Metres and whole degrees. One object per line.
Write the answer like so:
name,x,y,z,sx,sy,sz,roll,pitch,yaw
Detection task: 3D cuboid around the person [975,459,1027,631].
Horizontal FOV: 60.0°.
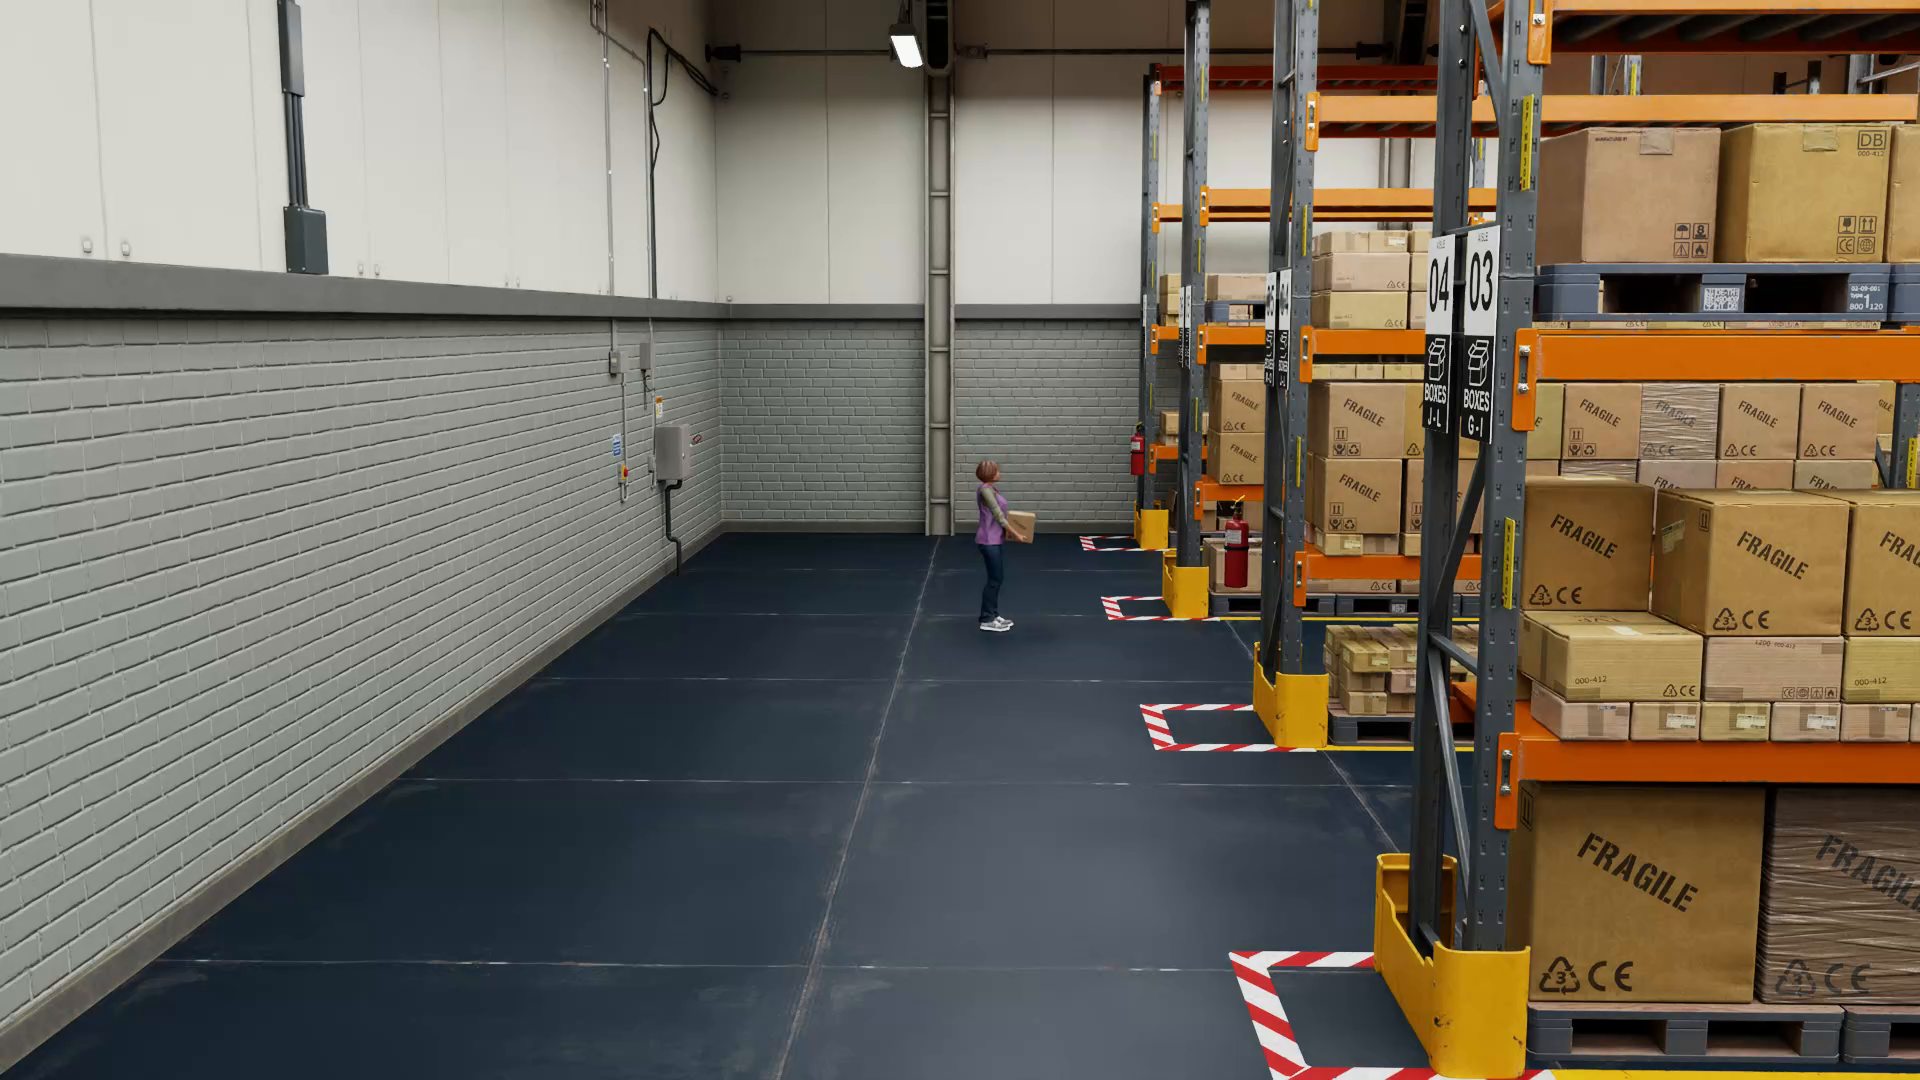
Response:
person,0.385,0.044,15.508,0.495,1.595,0.403,0,7,2
